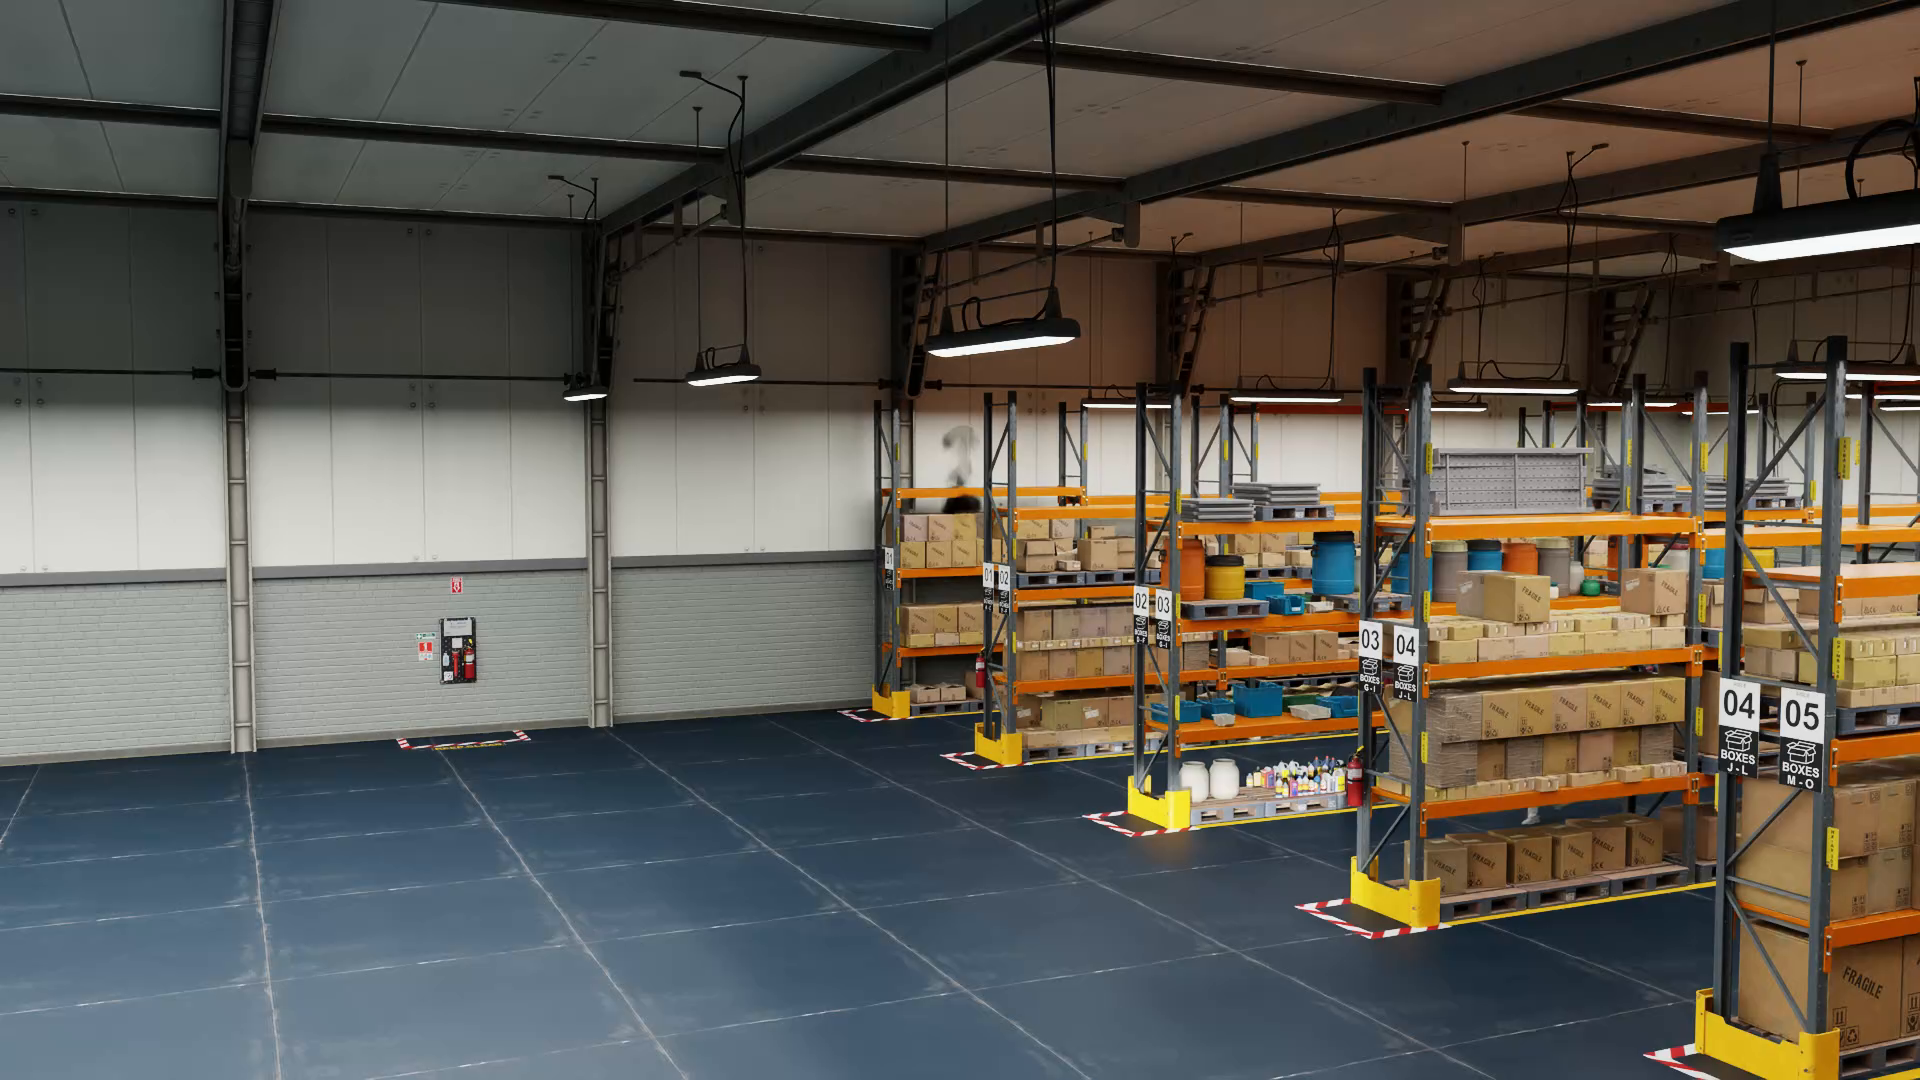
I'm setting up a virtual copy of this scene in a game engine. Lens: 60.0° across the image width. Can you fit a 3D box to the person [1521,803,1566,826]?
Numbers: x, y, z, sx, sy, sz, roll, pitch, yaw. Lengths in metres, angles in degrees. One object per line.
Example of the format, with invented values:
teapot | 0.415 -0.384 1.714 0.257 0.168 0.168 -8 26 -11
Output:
person | 7.929 2.982 22.618 0.778 1.759 0.681 -2 4 -30
